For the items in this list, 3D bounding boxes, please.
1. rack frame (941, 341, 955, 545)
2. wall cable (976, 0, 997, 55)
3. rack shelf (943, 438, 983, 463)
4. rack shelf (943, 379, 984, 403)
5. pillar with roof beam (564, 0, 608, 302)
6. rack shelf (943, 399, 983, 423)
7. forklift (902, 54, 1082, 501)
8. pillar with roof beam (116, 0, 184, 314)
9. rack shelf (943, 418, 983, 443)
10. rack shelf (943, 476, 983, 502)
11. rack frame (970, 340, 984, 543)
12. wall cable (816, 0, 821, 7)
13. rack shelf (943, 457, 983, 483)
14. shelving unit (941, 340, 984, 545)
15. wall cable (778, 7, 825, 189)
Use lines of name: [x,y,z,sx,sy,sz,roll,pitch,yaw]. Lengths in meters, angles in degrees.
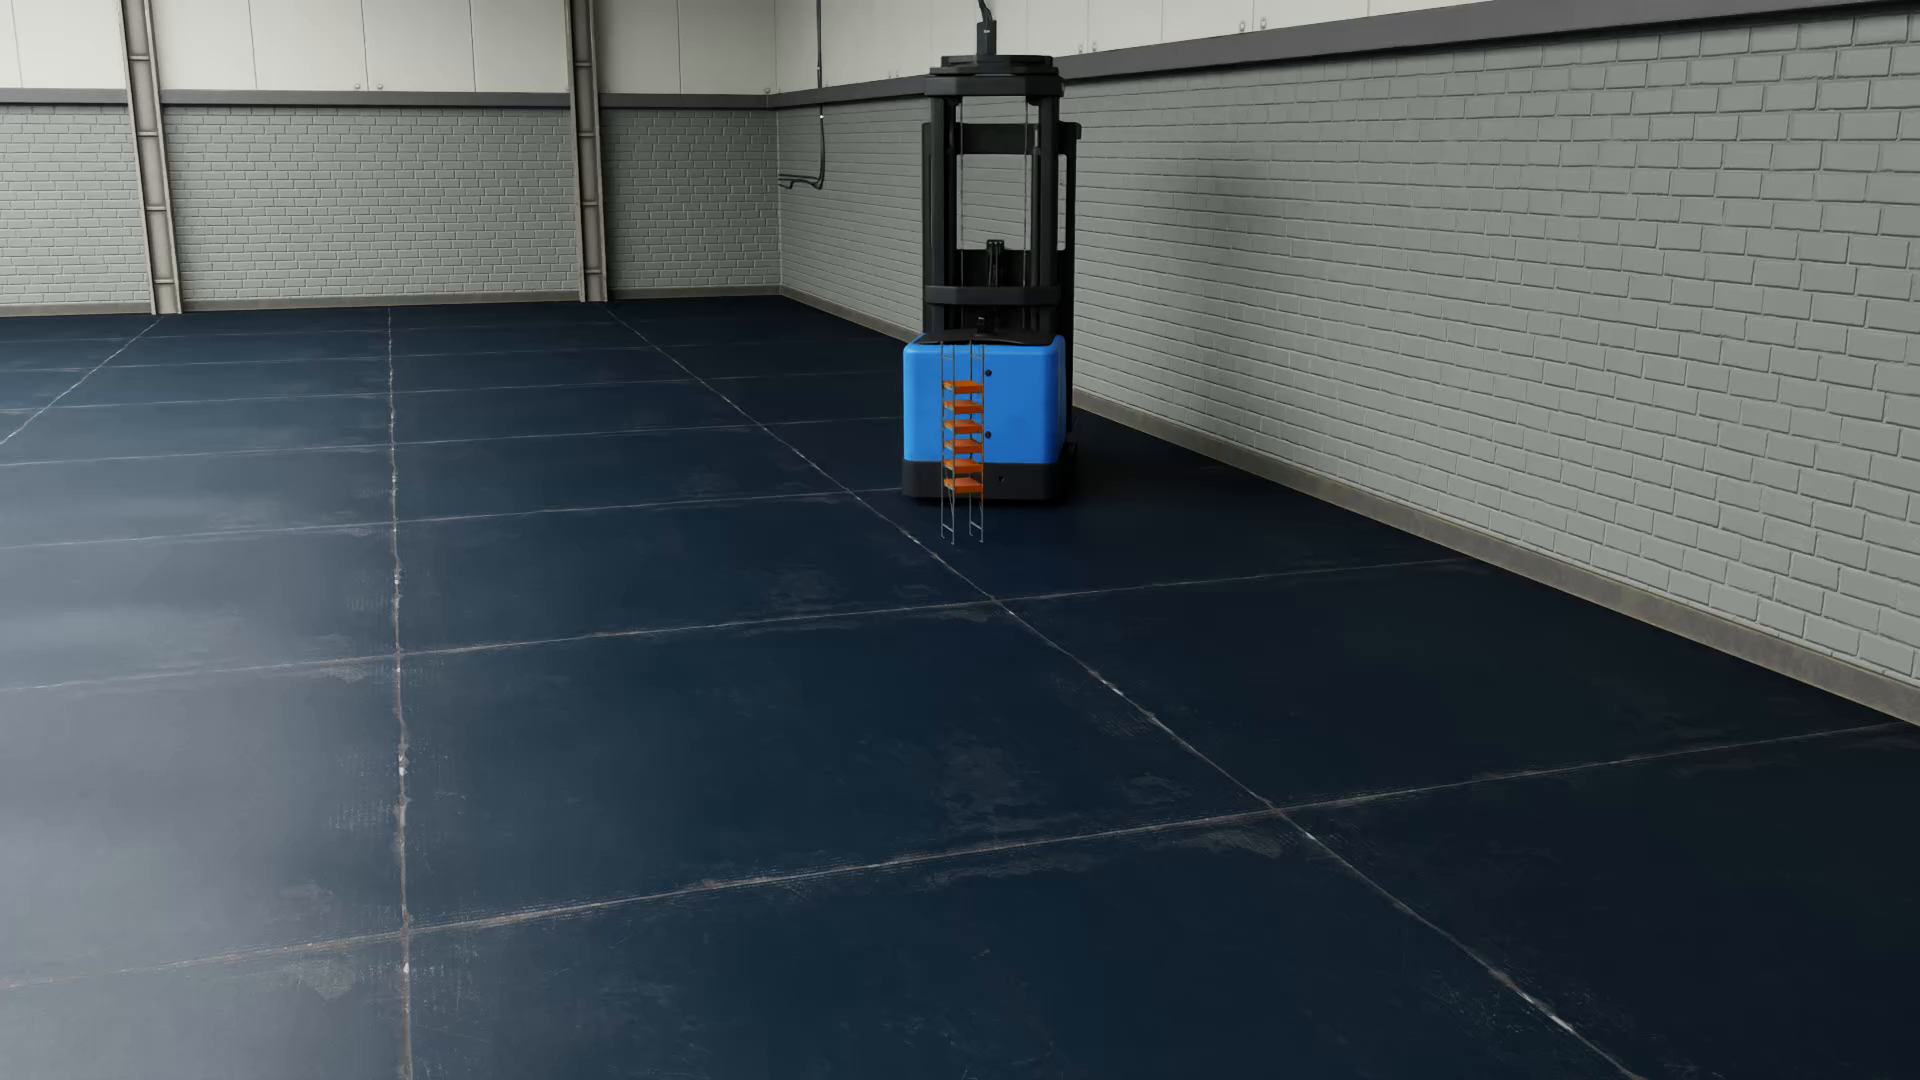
rack frame: [-0.073,-0.578,9.980,0.006,1.200,0.240,-4,14,-18]
wall cable: [0.569,-7.573,15.186,0.169,6.003,2.305,-4,14,-18]
rack shelf: [0.014,-0.542,10.019,0.180,0.103,0.258,-4,14,-18]
rack shelf: [0.014,-0.892,9.935,0.180,0.103,0.258,-4,14,-18]
pillar with roof beam: [-4.284,-7.130,20.674,0.400,9.000,9.100,-4,14,-18]
rack shelf: [0.014,-0.775,9.963,0.180,0.103,0.258,-4,14,-18]
forklift: [0.303,-1.976,12.117,1.130,2.935,3.031,2,13,7]
pillar with roof beam: [-9.971,-6.688,18.812,0.400,9.000,9.100,-4,14,-18]
rack shelf: [0.014,-0.658,9.991,0.180,0.103,0.258,-4,14,-18]
rack shelf: [0.014,-0.308,10.074,0.180,0.103,0.258,-4,14,-18]
rack frame: [0.100,-0.592,10.037,0.006,1.200,0.240,-4,14,-18]
wall cable: [-1.581,-8.355,21.618,0.112,2.526,3.097,-4,14,-18]
rack shelf: [0.014,-0.425,10.046,0.180,0.103,0.258,-4,14,-18]
shelving unit: [0.014,-0.585,10.008,0.189,1.200,0.258,-4,14,-18]
wall cable: [-2.443,-6.491,24.697,0.112,2.526,3.097,-4,14,-18]
